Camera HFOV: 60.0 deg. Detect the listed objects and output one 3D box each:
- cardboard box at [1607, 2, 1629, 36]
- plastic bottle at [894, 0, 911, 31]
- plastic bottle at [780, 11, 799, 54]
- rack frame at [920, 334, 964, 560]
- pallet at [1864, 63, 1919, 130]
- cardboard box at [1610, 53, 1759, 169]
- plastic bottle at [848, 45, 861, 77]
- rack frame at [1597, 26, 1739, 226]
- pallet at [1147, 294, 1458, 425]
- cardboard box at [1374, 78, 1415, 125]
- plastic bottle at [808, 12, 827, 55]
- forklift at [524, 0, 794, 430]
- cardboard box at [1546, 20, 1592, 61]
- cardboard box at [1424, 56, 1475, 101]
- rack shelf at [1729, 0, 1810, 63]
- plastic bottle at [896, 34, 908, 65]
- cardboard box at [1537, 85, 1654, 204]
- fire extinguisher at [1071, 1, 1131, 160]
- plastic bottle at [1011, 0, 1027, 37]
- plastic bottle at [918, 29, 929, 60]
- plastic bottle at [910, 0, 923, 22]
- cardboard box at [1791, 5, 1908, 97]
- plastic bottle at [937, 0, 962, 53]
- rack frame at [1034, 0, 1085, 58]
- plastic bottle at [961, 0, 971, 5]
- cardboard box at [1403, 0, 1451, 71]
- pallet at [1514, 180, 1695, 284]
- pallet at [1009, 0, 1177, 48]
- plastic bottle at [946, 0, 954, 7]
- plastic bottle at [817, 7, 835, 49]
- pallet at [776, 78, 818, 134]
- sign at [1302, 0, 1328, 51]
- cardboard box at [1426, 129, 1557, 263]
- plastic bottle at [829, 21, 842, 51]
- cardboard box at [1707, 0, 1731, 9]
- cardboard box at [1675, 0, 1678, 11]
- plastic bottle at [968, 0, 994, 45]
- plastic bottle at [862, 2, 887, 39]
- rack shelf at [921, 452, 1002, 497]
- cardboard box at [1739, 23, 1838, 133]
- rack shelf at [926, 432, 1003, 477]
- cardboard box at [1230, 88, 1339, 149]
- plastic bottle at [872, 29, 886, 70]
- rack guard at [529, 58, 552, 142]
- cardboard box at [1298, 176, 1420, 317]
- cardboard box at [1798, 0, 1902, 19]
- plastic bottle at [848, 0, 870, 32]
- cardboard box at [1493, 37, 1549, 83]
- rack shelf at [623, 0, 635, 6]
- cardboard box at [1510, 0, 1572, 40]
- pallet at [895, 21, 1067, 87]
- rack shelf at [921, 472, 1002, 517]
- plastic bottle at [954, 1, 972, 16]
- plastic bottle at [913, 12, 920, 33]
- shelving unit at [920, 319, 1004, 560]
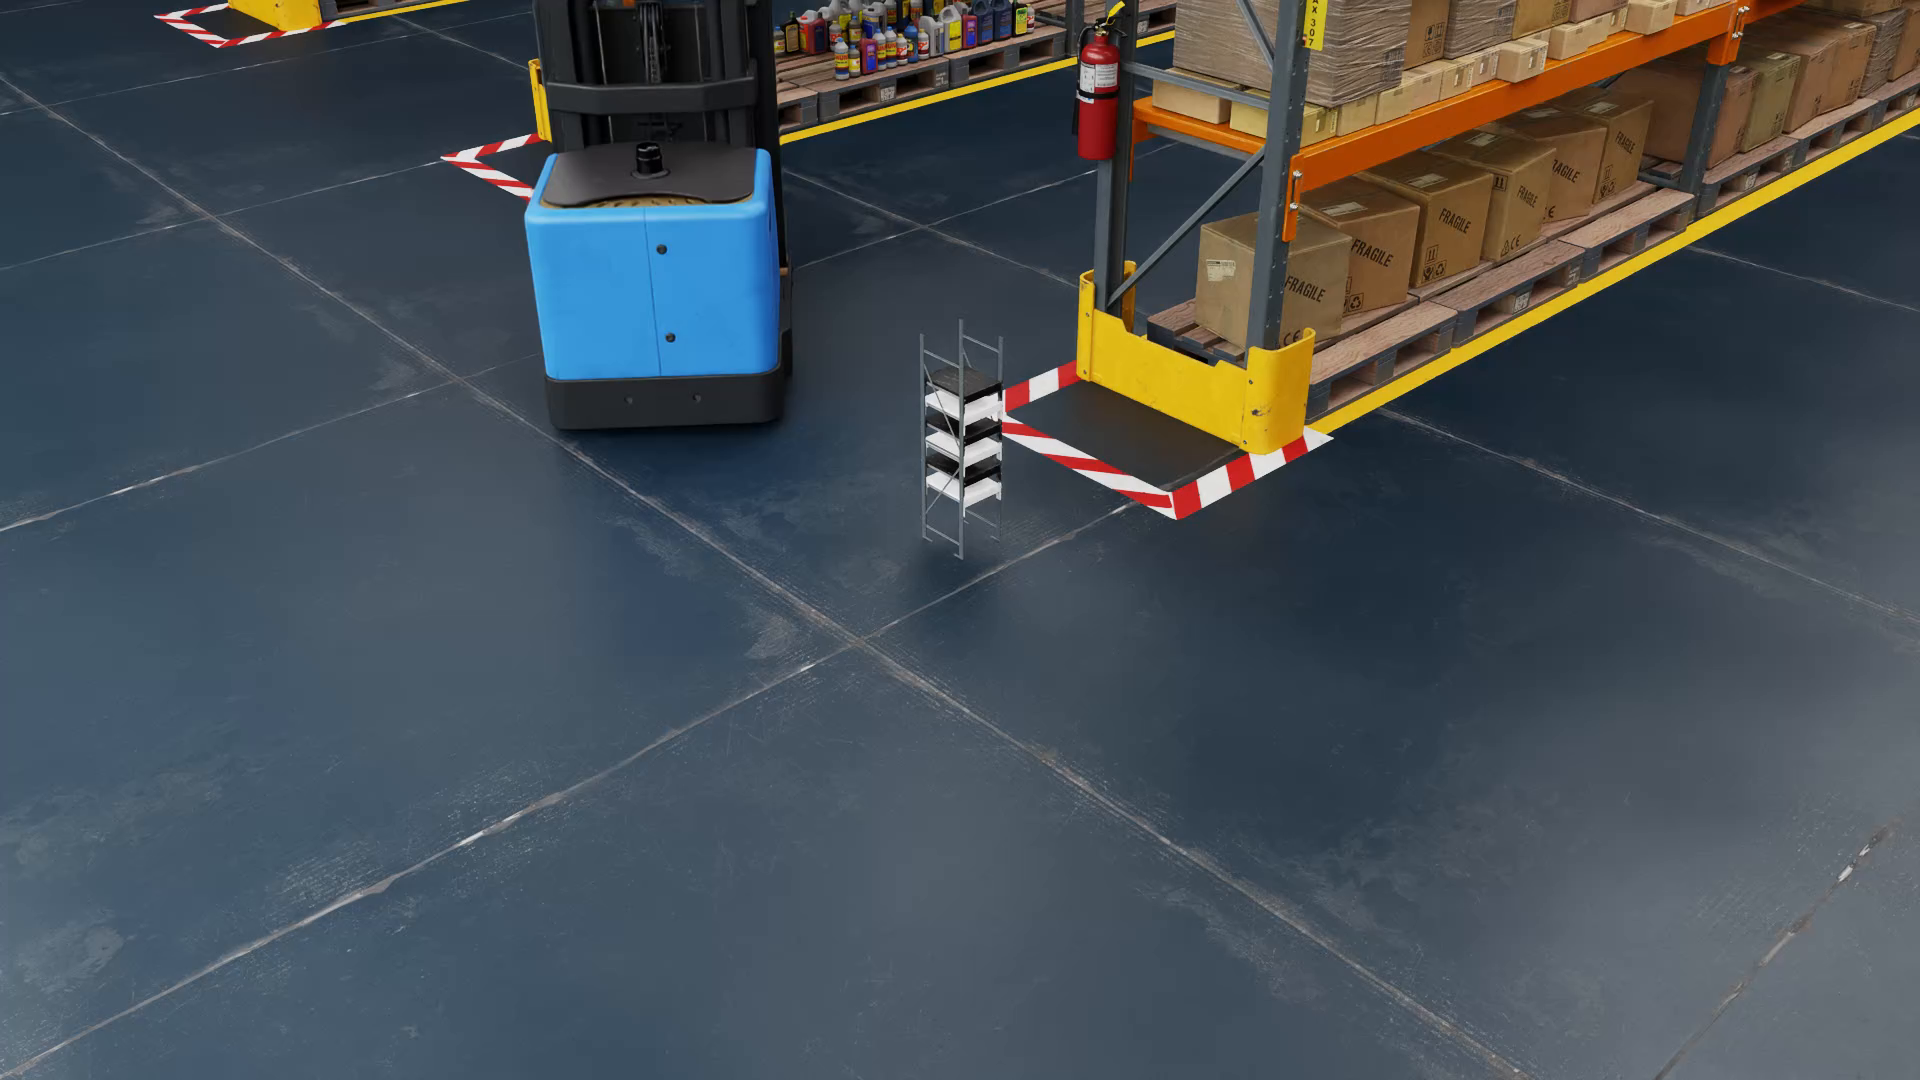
[{"bbox_3d":[3.185,-2.702,8.535,0.250,0.149,0.380,-26,40,-35],"label":"cardboard box"},{"bbox_3d":[-0.443,-4.076,12.658,0.144,0.351,0.185,27,41,37],"label":"plastic bottle"},{"bbox_3d":[-1.241,-3.691,12.093,0.133,0.283,0.061,-25,39,-34],"label":"plastic bottle"},{"bbox_3d":[-0.069,-0.351,6.461,0.006,0.900,0.240,-26,40,-35],"label":"rack frame"},{"bbox_3d":[6.297,-3.271,11.897,1.213,0.211,1.003,-26,40,-35],"label":"pallet"},{"bbox_3d":[4.402,-2.649,10.182,0.700,0.500,0.500,26,40,35],"label":"cardboard box"},{"bbox_3d":[-0.746,-3.349,11.612,0.097,0.201,0.097,0,31,0],"label":"plastic bottle"},{"bbox_3d":[3.937,-3.319,9.302,0.127,3.000,1.000,-26,40,-35],"label":"rack frame"},{"bbox_3d":[1.680,-1.012,8.202,1.213,0.211,1.003,-26,40,-35],"label":"pallet"},{"bbox_3d":[1.765,-1.967,7.332,0.250,0.149,0.380,-26,40,-35],"label":"cardboard box"},{"bbox_3d":[-1.038,-3.681,12.076,0.133,0.283,0.061,-26,40,-35],"label":"plastic bottle"},{"bbox_3d":[-1.438,-2.486,8.006,1.130,2.935,3.031,-2,32,-4],"label":"forklift"},{"bbox_3d":[2.870,-2.496,8.198,0.250,0.149,0.380,-26,40,-35],"label":"cardboard box"},{"bbox_3d":[2.123,-2.149,7.630,0.250,0.149,0.380,-26,40,-35],"label":"cardboard box"},{"bbox_3d":[5.404,-3.721,10.649,4.000,0.370,1.077,-26,40,-35],"label":"rack shelf"},{"bbox_3d":[-0.425,-3.504,11.866,0.097,0.201,0.097,0,31,0],"label":"plastic bottle"},{"bbox_3d":[3.617,-2.305,9.637,0.500,0.500,0.500,-27,41,-37],"label":"cardboard box"},{"bbox_3d":[0.607,-2.002,7.223,0.183,0.674,0.296,-26,40,-35],"label":"fire extinguisher"},{"bbox_3d":[0.441,-3.945,12.509,0.133,0.283,0.061,-24,39,-33],"label":"plastic bottle"},{"bbox_3d":[-0.274,-3.577,11.985,0.097,0.201,0.097,0,31,0],"label":"plastic bottle"},{"bbox_3d":[-0.328,-4.012,12.629,0.097,0.271,0.097,0,31,0],"label":"plastic bottle"},{"bbox_3d":[5.995,-3.412,11.428,0.700,0.500,0.500,25,40,35],"label":"cardboard box"},{"bbox_3d":[-0.084,-3.749,12.124,0.185,0.351,0.144,-26,40,-36],"label":"plastic bottle"},{"bbox_3d":[0.570,-5.213,12.400,0.127,3.000,1.000,-26,40,-35],"label":"rack frame"},{"bbox_3d":[0.038,-4.292,13.087,0.097,0.271,0.097,0,31,0],"label":"plastic bottle"},{"bbox_3d":[1.711,-2.477,7.545,0.500,0.500,0.875,-26,40,-35],"label":"cardboard box"},{"bbox_3d":[3.469,-1.877,9.617,1.213,0.211,1.003,-26,40,-35],"label":"pallet"},{"bbox_3d":[1.119,-4.317,13.607,1.213,0.211,1.003,-26,40,-35],"label":"pallet"},{"bbox_3d":[-0.108,-4.131,12.813,0.133,0.283,0.061,-26,40,-35],"label":"plastic bottle"},{"bbox_3d":[-1.009,-3.767,12.225,0.135,0.276,0.152,-27,41,-37],"label":"plastic bottle"},{"bbox_3d":[-1.740,-2.936,11.349,1.213,0.211,1.003,-26,40,-35],"label":"pallet"},{"bbox_3d":[1.373,-2.062,6.416,0.005,0.325,0.100,-26,40,-35],"label":"sign"},{"bbox_3d":[2.800,-1.848,8.891,0.500,0.500,0.500,25,39,35],"label":"cardboard box"},{"bbox_3d":[-0.911,-3.694,12.177,0.097,0.201,0.097,0,31,0],"label":"plastic bottle"},{"bbox_3d":[3.980,-3.023,9.059,0.250,0.149,0.380,-26,40,-35],"label":"cardboard box"},{"bbox_3d":[3.566,-2.872,8.812,0.250,0.149,0.380,-26,40,-35],"label":"cardboard box"},{"bbox_3d":[0.153,-3.864,12.311,0.144,0.351,0.185,27,40,37],"label":"plastic bottle"},{"bbox_3d":[-0.635,-3.846,12.353,0.135,0.276,0.152,-26,40,-35],"label":"plastic bottle"},{"bbox_3d":[0.006,-0.282,6.584,0.200,0.077,0.258,-26,40,-35],"label":"rack shelf"},{"bbox_3d":[5.175,-3.010,10.771,0.700,0.500,0.500,25,40,35],"label":"cardboard box"},{"bbox_3d":[0.006,-0.358,6.537,0.200,0.077,0.258,-26,40,-35],"label":"rack shelf"},{"bbox_3d":[1.375,-1.802,7.063,0.250,0.149,0.380,-26,40,-35],"label":"cardboard box"},{"bbox_3d":[-0.571,-3.464,11.732,0.097,0.271,0.097,0,31,0],"label":"plastic bottle"},{"bbox_3d":[-2.340,-2.773,10.806,0.348,0.500,1.175,-26,40,-35],"label":"rack guard"},{"bbox_3d":[1.889,-1.453,8.244,0.500,0.500,0.500,-15,35,-23],"label":"cardboard box"},{"bbox_3d":[6.018,-3.737,11.242,0.500,0.250,0.500,-21,37,-30],"label":"cardboard box"},{"bbox_3d":[-0.754,-3.925,12.412,0.185,0.351,0.144,-26,40,-36],"label":"plastic bottle"},{"bbox_3d":[2.541,-2.297,7.873,0.250,0.149,0.380,-26,40,-35],"label":"cardboard box"},{"bbox_3d":[-0.897,-4.197,11.428,4.000,0.370,1.077,-26,40,-35],"label":"rack shelf"},{"bbox_3d":[2.482,-2.811,8.090,0.500,0.500,0.875,-26,40,-35],"label":"cardboard box"},{"bbox_3d":[0.049,-3.801,12.764,1.213,0.211,1.003,-26,40,-35],"label":"pallet"},{"bbox_3d":[0.006,-0.205,6.631,0.200,0.077,0.258,-26,40,-35],"label":"rack shelf"},{"bbox_3d":[0.034,-3.880,12.409,0.135,0.276,0.152,-26,40,-35],"label":"plastic bottle"},{"bbox_3d":[-0.279,-3.705,12.116,0.133,0.283,0.061,-26,40,-35],"label":"plastic bottle"},{"bbox_3d":[0.006,-0.387,6.520,0.210,0.900,0.258,-26,40,-35],"label":"shelving unit"}]
